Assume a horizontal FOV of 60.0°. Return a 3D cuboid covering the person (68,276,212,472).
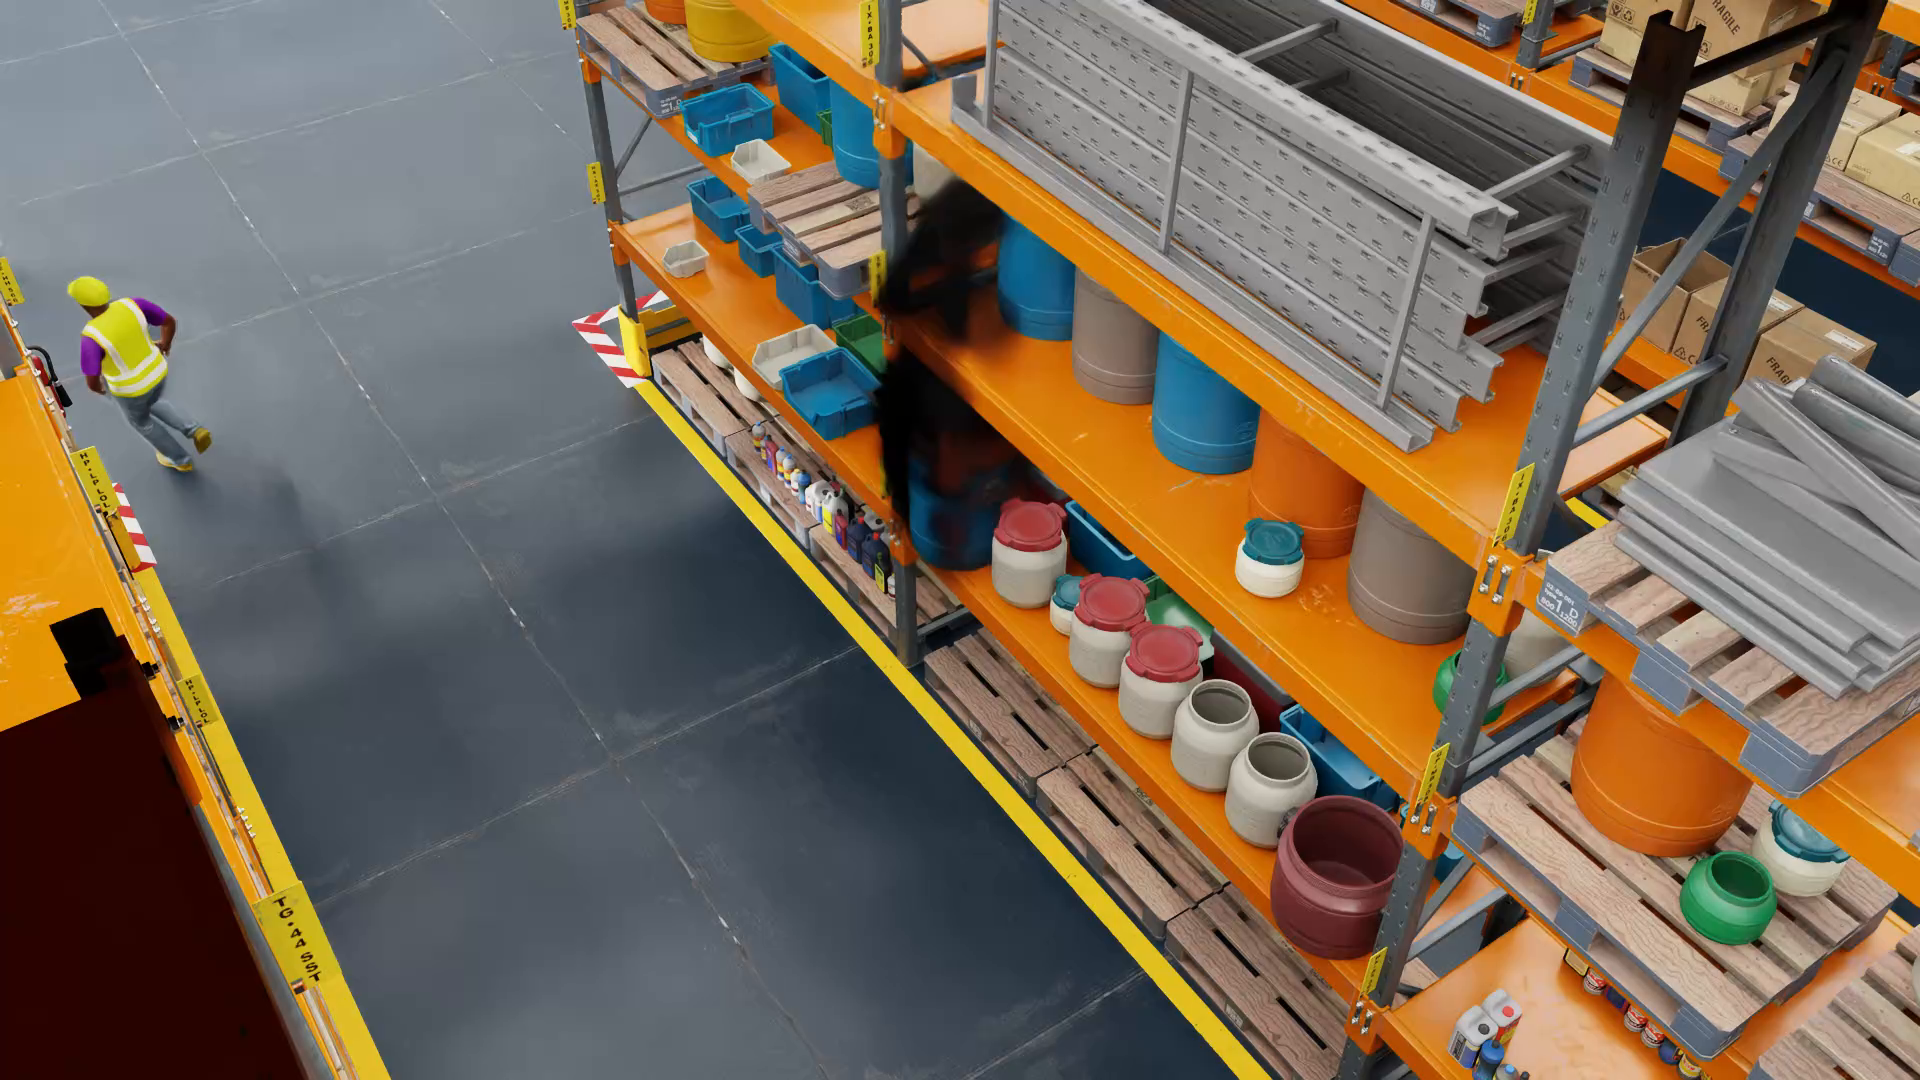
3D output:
[{"bbox_3d":[-5.795,-1.128,11.742,0.562,1.716,0.750,17,45,17],"label":"person"}]
